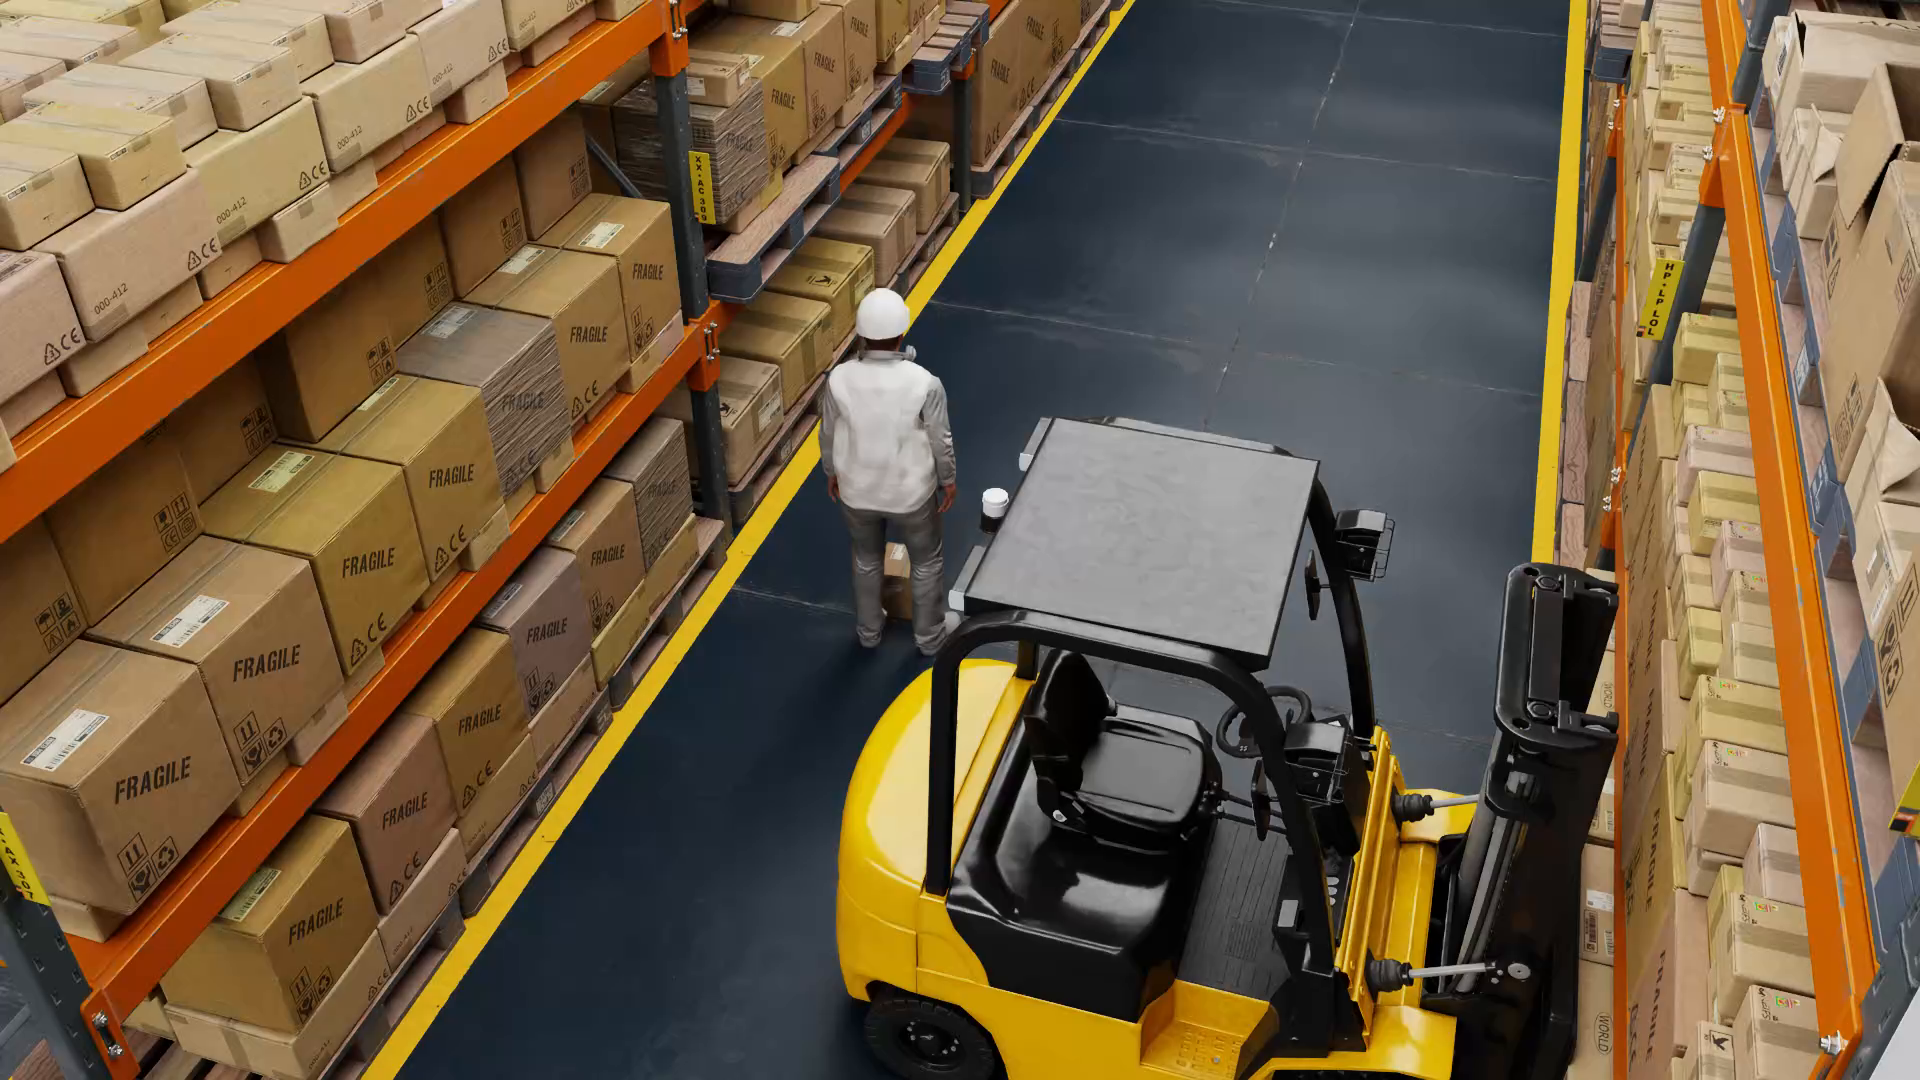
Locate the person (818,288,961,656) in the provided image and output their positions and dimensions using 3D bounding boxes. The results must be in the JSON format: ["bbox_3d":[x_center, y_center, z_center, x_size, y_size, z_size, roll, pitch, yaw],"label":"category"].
[{"bbox_3d":[-0.305,-0.259,7.215,0.595,1.772,0.459,6,37,9],"label":"person"}]
